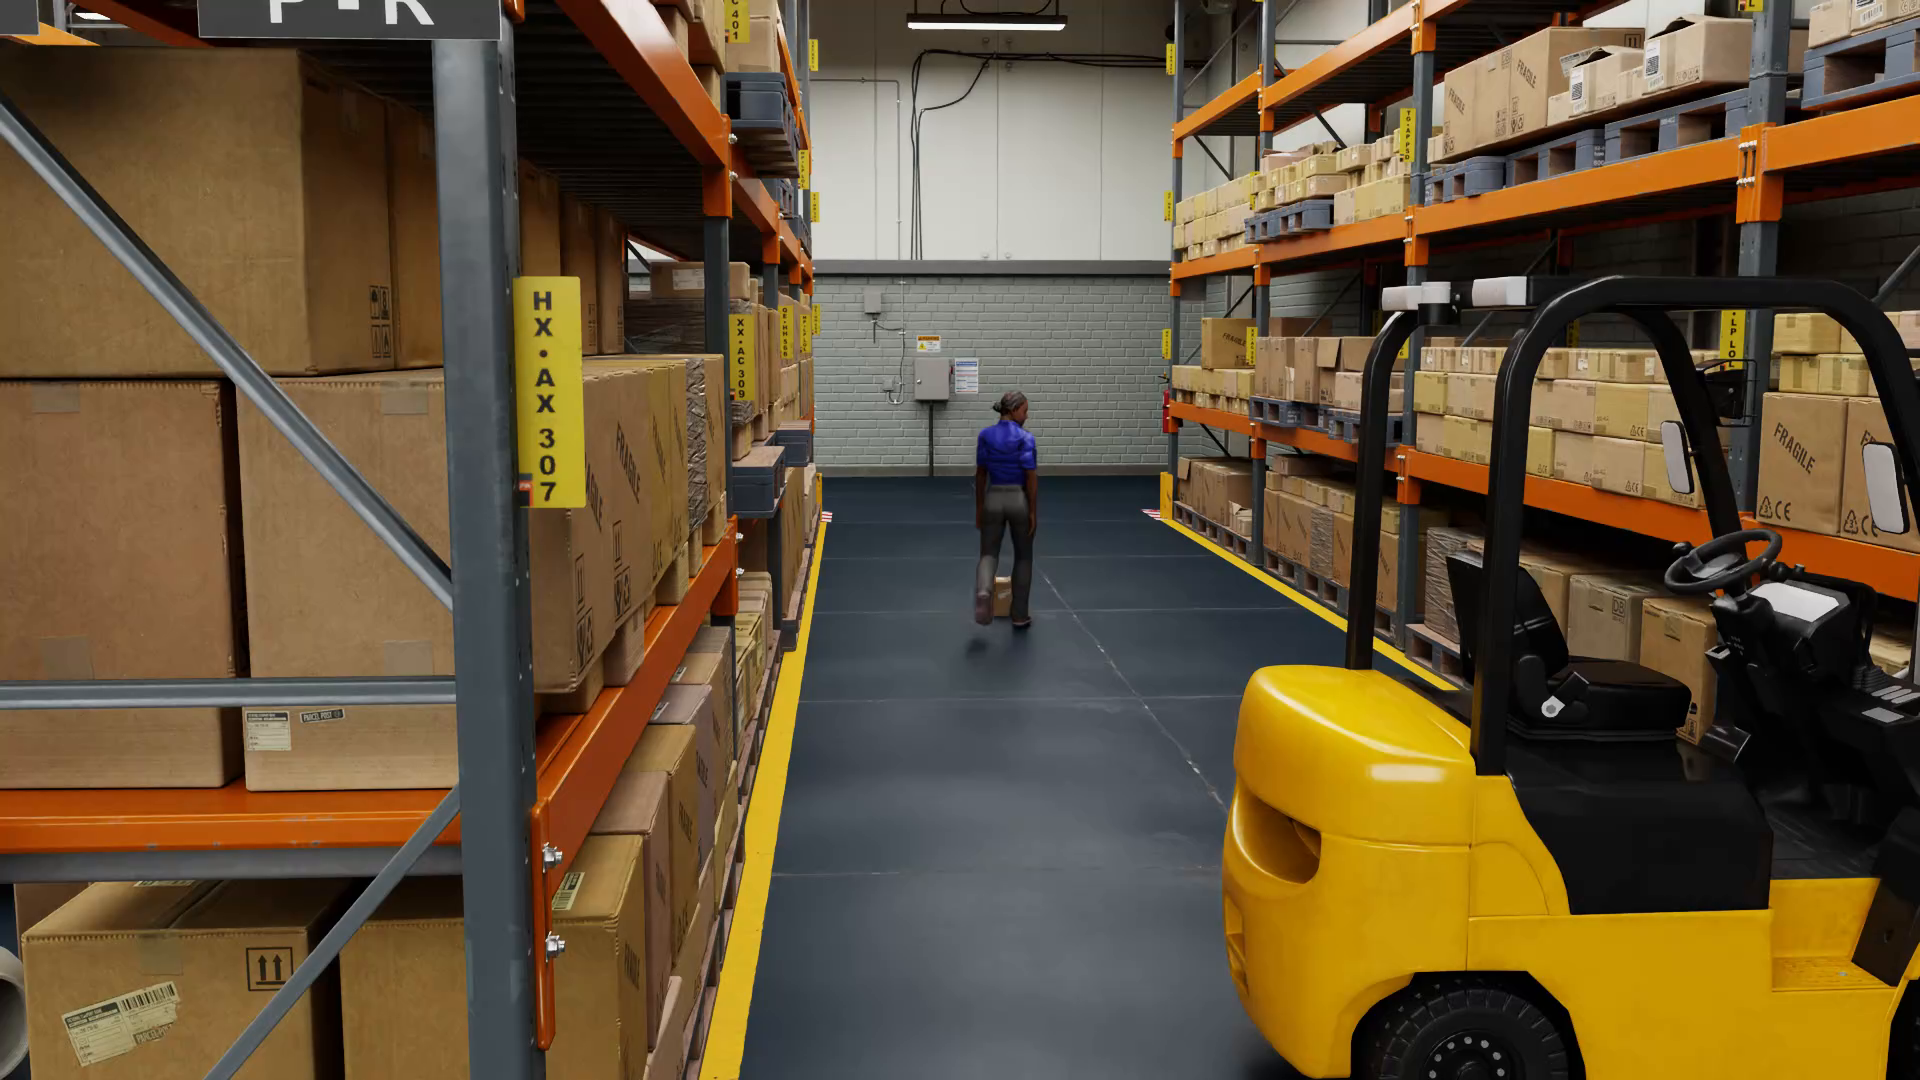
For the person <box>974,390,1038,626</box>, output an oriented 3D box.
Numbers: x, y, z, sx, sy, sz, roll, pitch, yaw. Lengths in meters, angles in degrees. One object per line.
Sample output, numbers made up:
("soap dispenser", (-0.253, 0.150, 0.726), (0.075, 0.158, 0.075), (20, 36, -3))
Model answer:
("person", (0.313, -0.205, 11.361), (0.467, 1.635, 0.725), (2, 7, 17))
